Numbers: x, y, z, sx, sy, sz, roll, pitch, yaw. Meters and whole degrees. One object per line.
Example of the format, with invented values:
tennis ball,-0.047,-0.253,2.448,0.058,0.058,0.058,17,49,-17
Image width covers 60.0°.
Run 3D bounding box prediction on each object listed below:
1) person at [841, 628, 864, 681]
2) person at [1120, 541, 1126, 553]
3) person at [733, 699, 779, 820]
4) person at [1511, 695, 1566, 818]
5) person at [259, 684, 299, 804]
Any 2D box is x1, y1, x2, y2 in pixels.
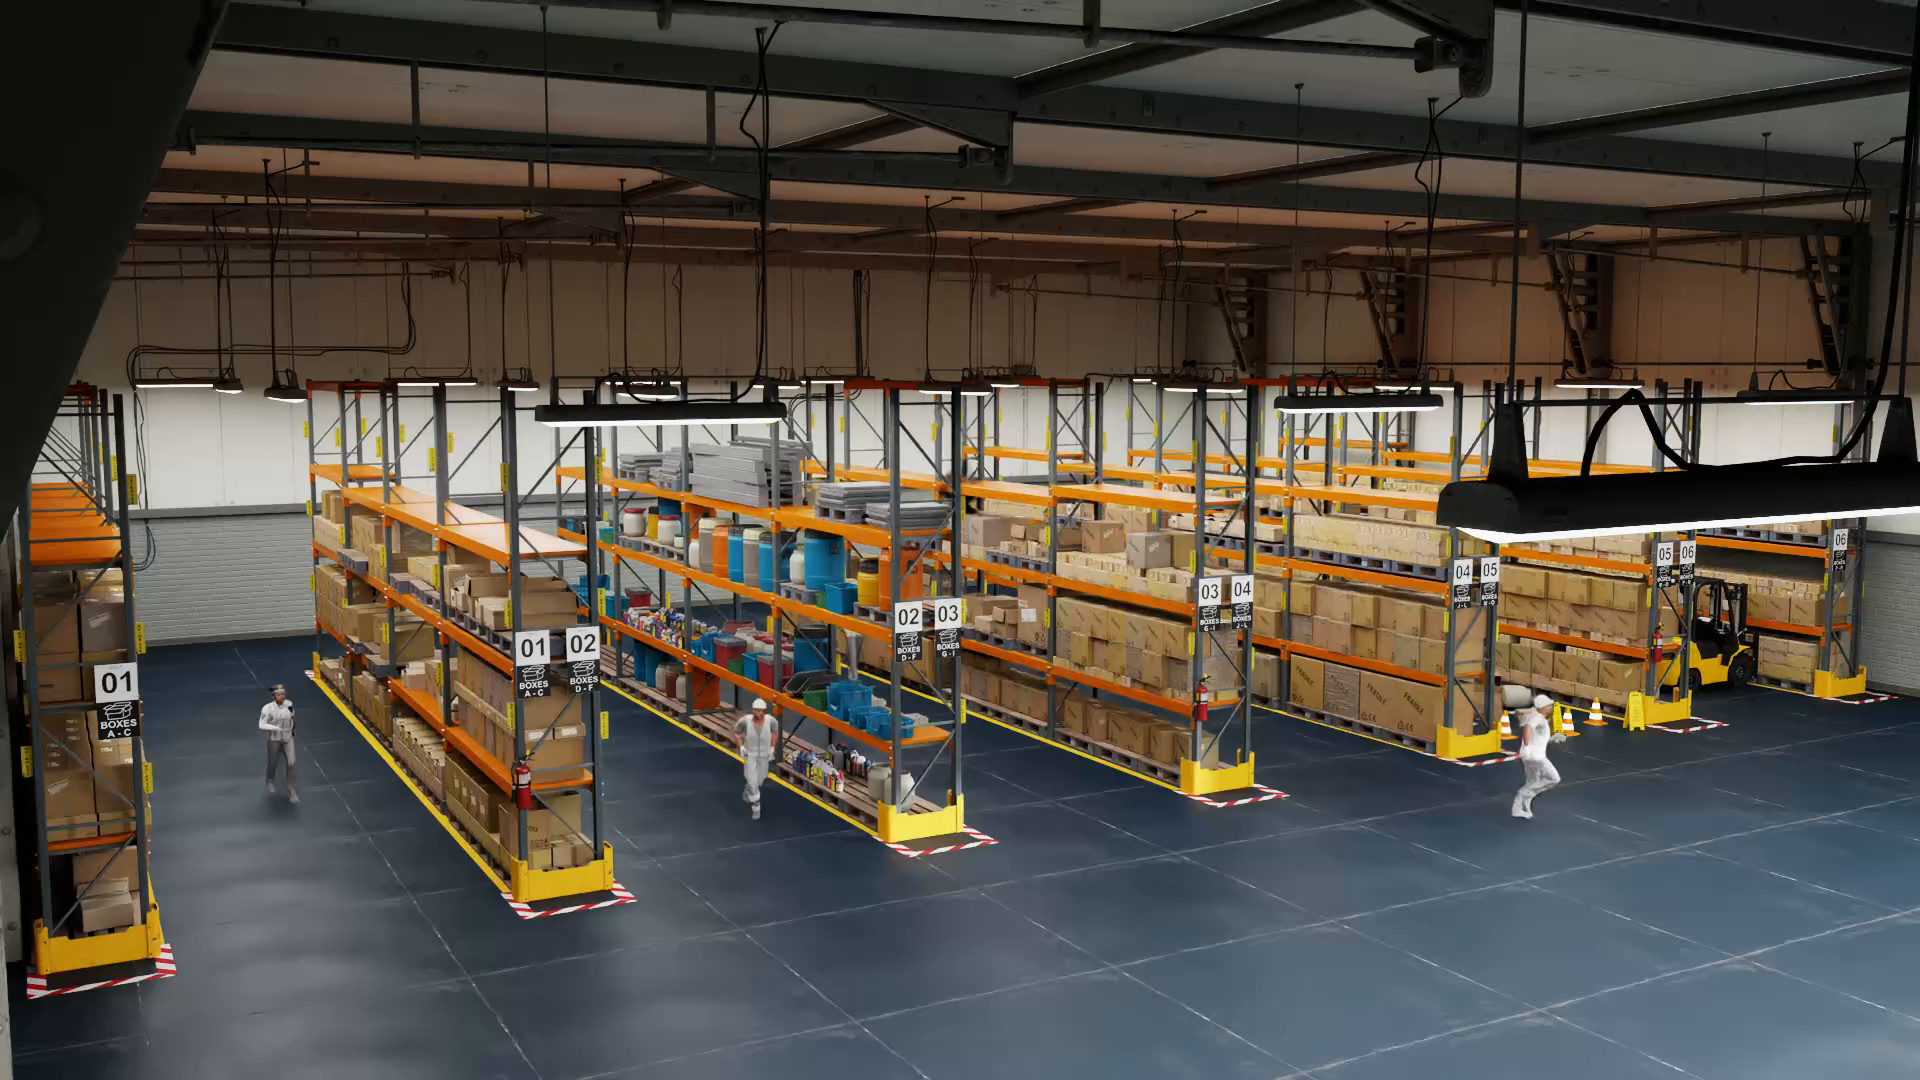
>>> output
person,-1.990,1.842,31.489,0.573,1.738,0.792,-2,6,-20
person,4.303,0.801,44.413,0.794,1.666,0.603,0,6,-5
person,-2.873,3.018,23.351,0.642,1.722,0.948,-2,6,-18
person,8.045,3.009,23.075,0.716,1.724,0.730,1,6,11
person,-9.902,2.920,24.163,0.562,1.719,0.857,-5,8,-37
